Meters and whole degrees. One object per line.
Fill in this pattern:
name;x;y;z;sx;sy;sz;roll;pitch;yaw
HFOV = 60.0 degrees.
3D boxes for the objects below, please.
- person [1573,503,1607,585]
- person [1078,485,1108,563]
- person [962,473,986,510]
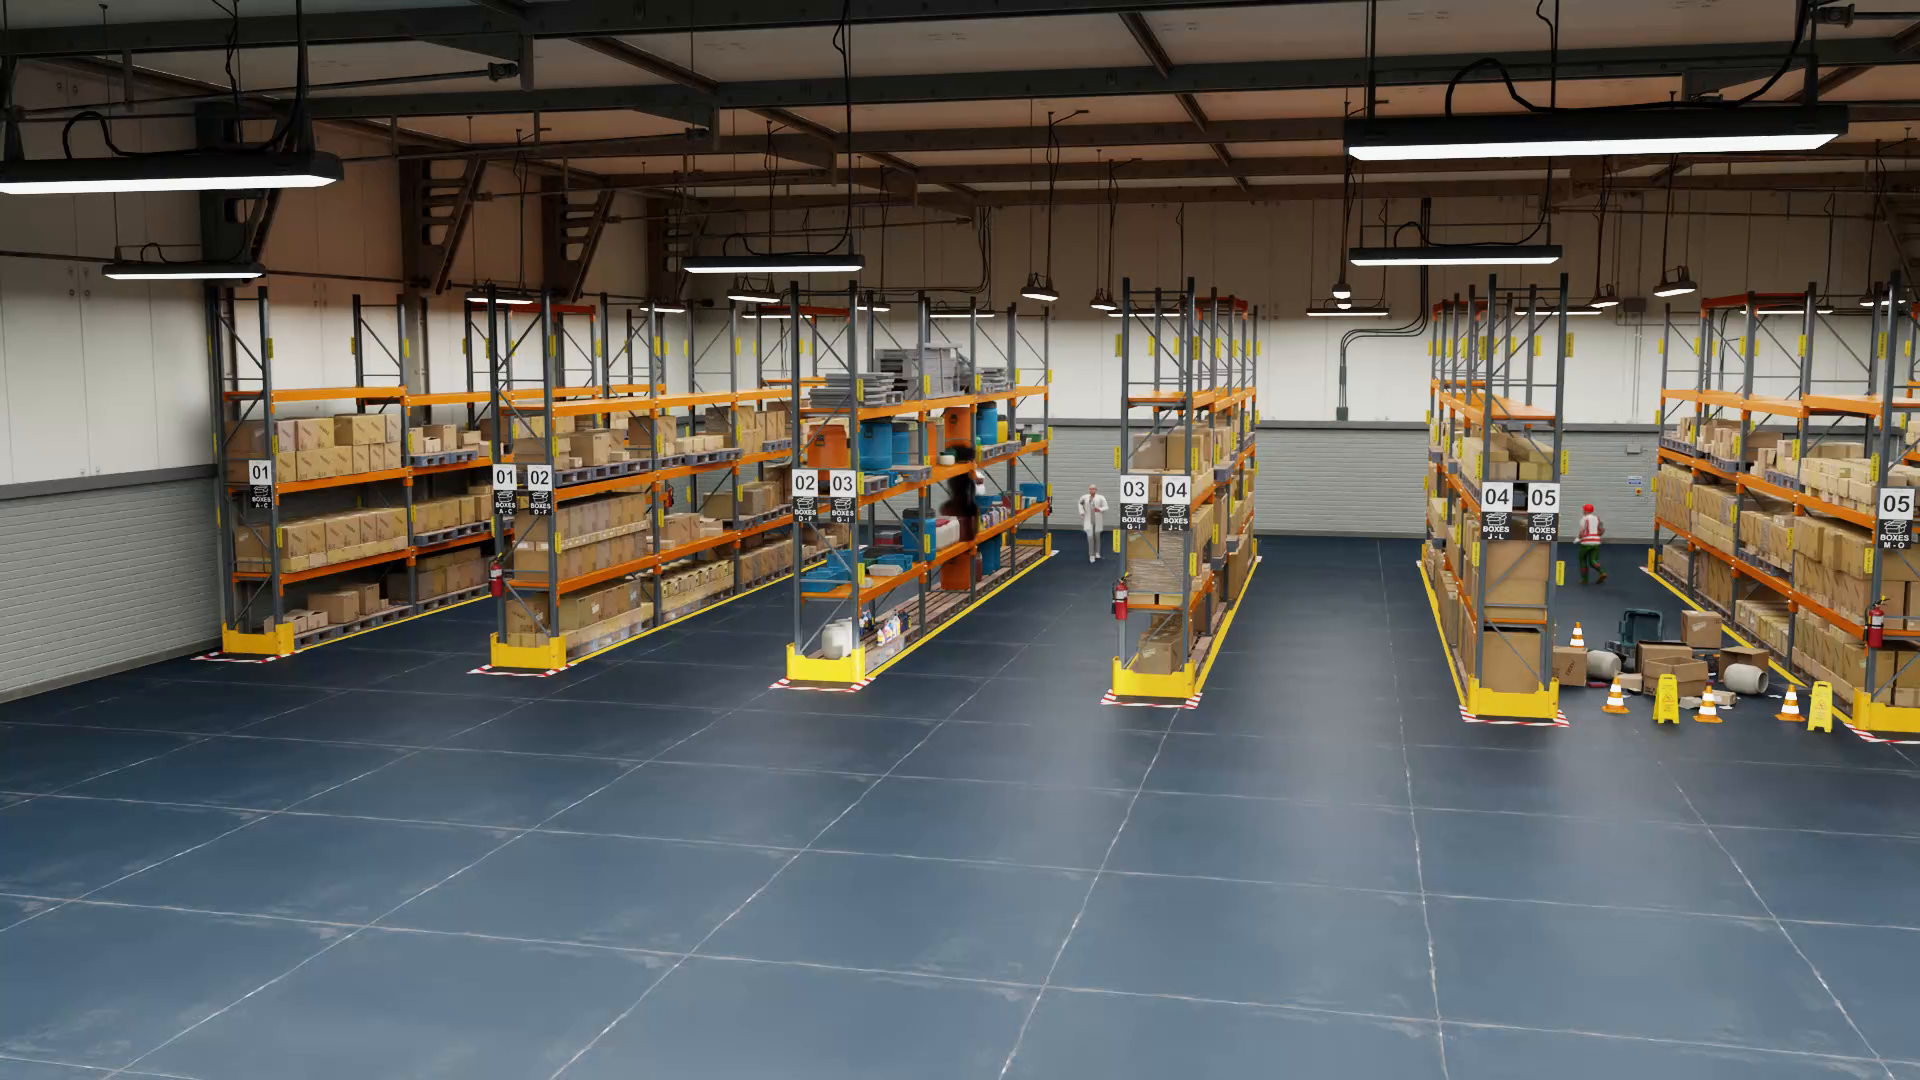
person;13.399;0.106;35.181;0.653;1.737;0.815;-2;7;-14
person;3.148;-0.407;39.358;0.720;1.825;0.896;1;7;5
person;0.396;-0.914;44.053;0.549;1.737;0.712;6;9;44
